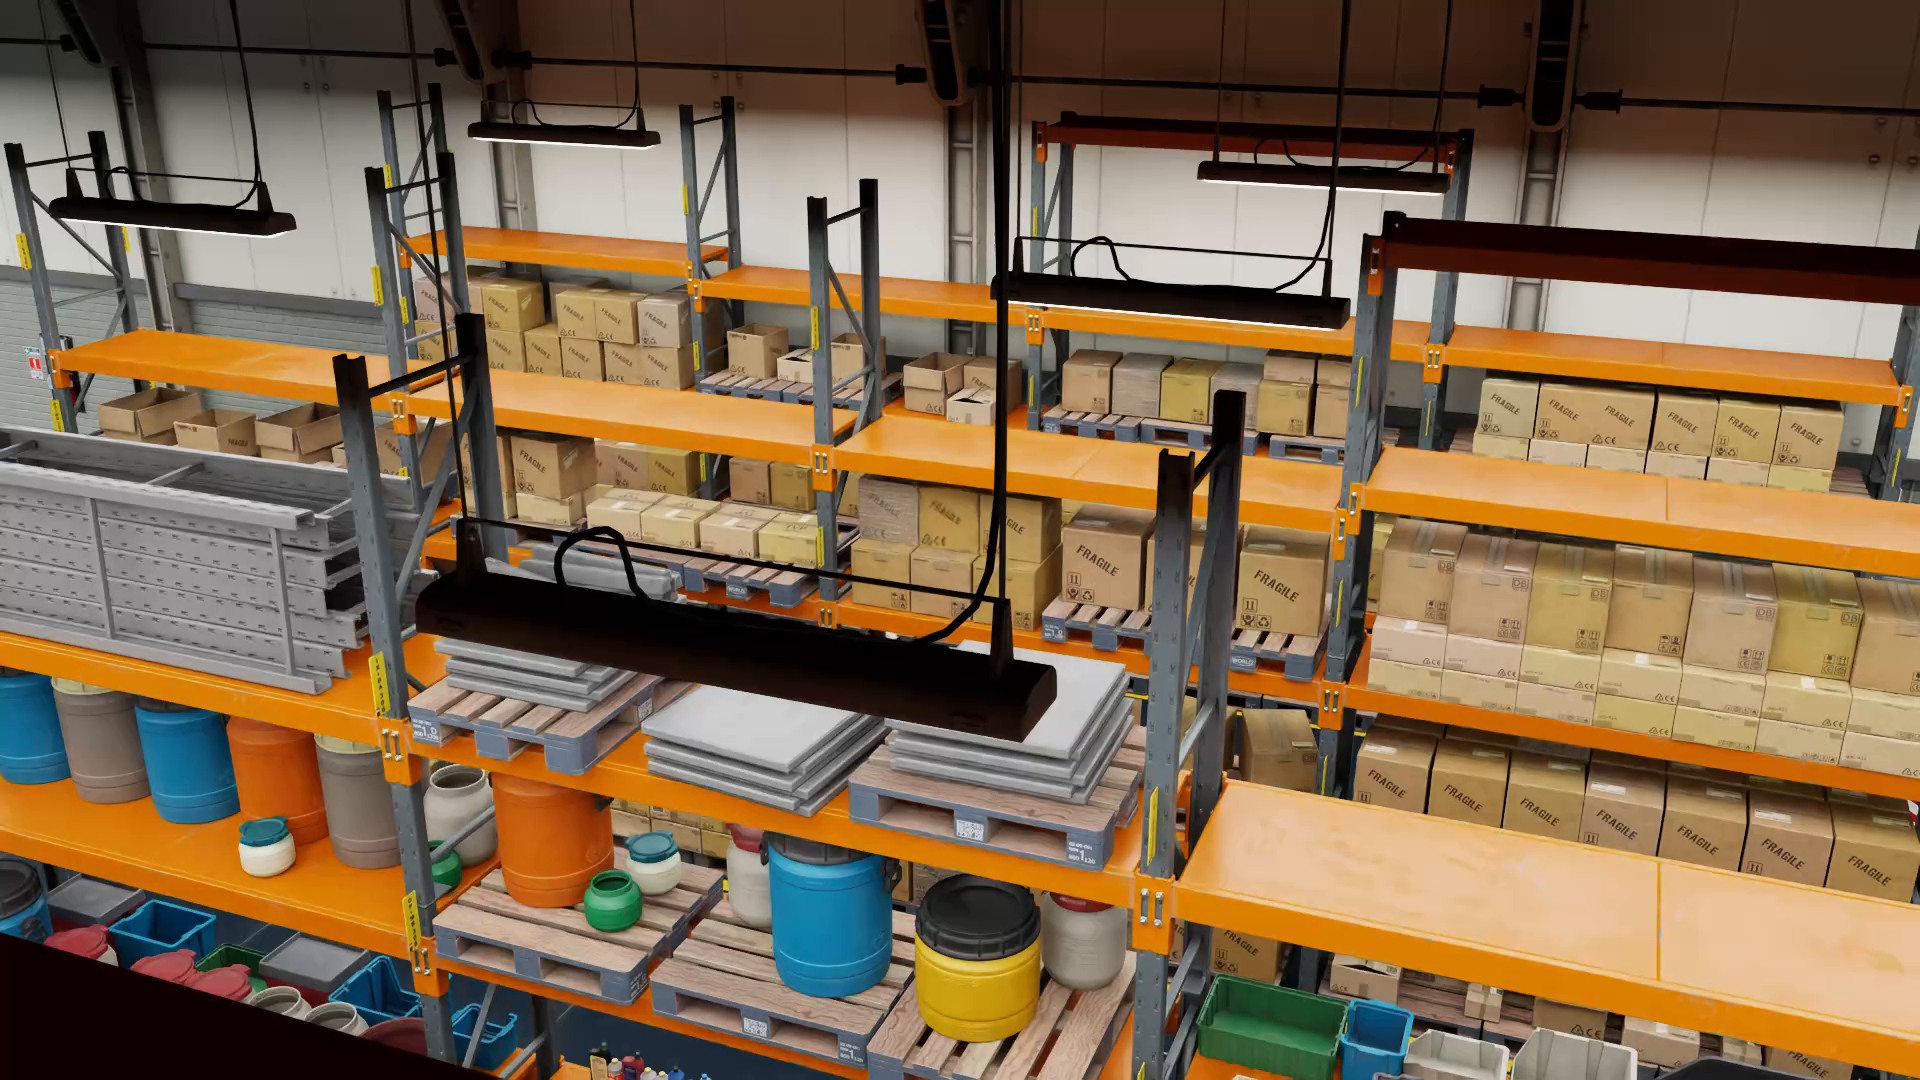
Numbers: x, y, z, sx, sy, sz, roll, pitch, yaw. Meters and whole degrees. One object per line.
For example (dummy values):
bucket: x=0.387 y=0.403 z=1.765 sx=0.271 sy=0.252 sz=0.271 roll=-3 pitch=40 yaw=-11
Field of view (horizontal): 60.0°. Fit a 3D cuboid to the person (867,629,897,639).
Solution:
person: x=-0.832 y=1.271 z=16.805 sx=1.075 sy=1.580 sz=0.475 roll=2 pitch=21 yaw=4
